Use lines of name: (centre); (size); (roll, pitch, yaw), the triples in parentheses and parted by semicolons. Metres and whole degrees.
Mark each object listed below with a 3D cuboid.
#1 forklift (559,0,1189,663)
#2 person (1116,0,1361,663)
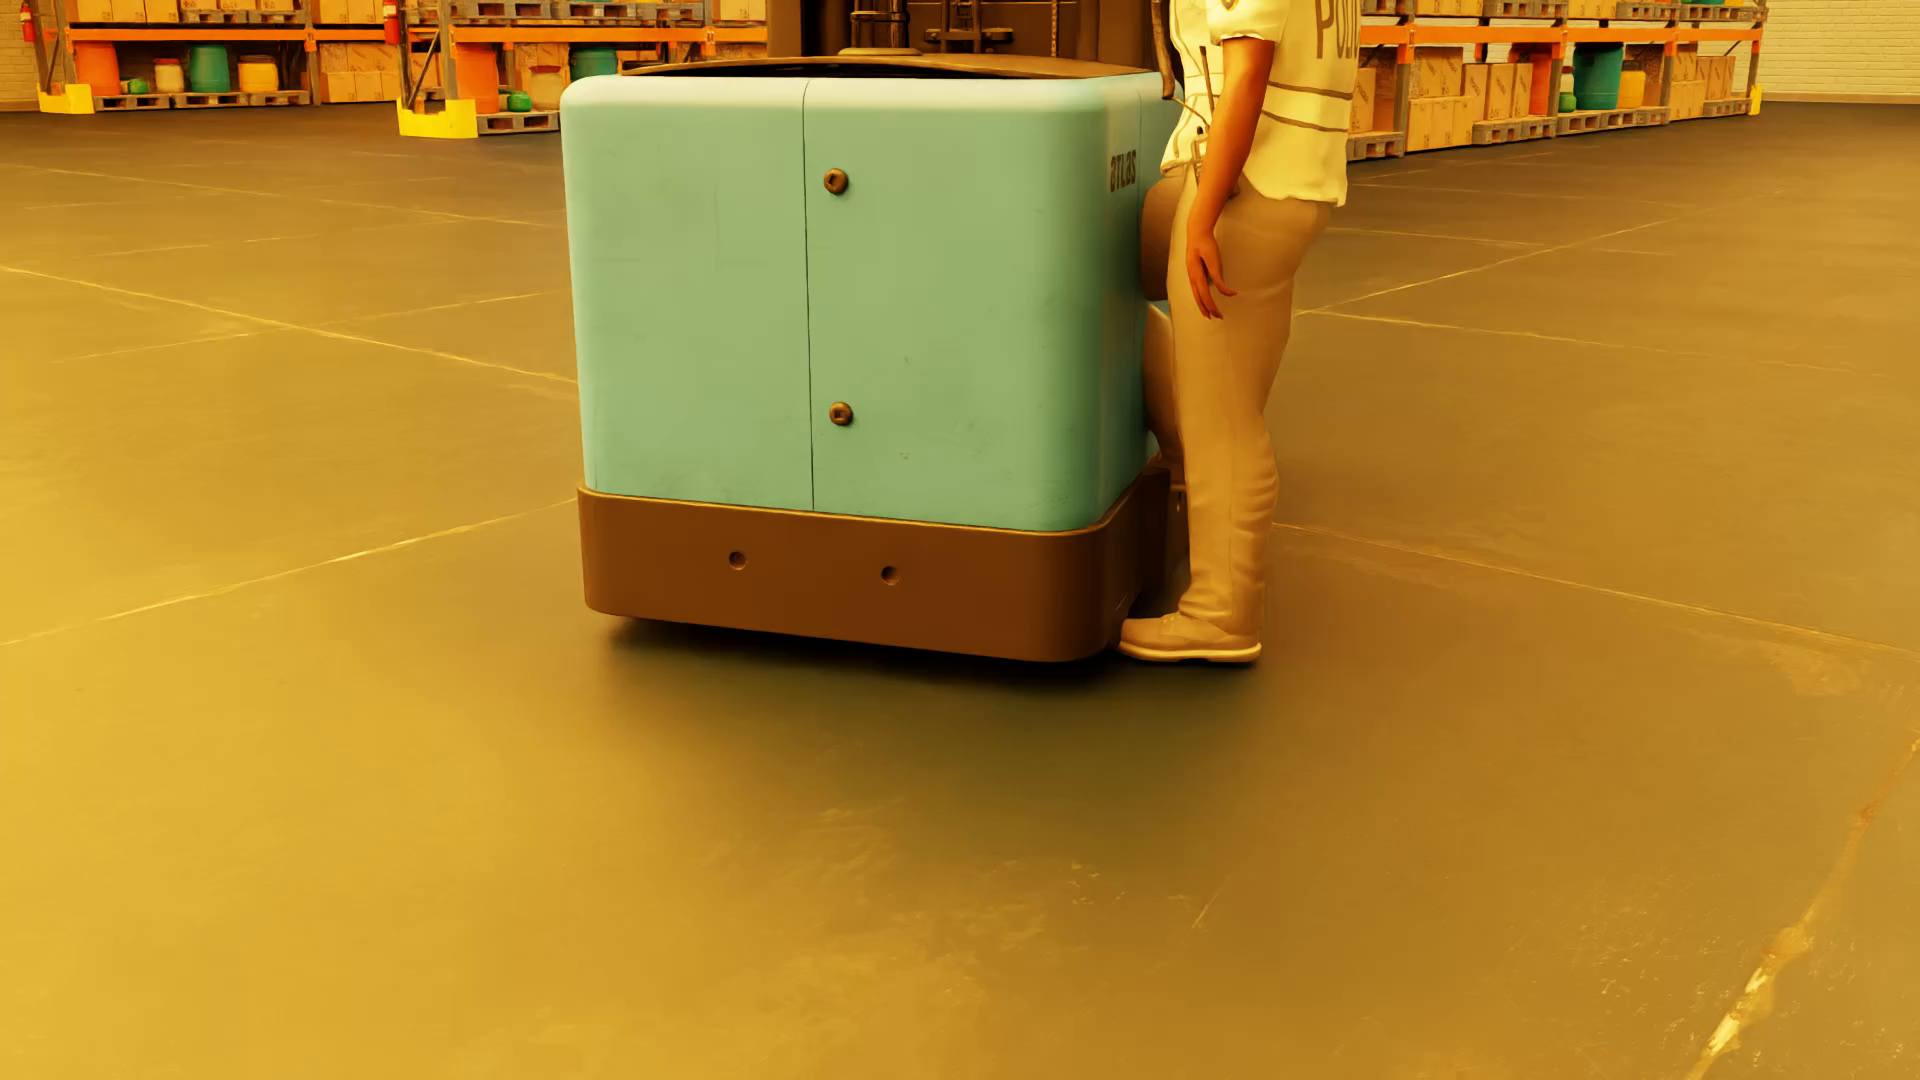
forklift: (0.182, -1.571, 4.072); (1.130, 2.935, 3.031); (5, 18, 17)
person: (0.410, -0.602, 3.006); (0.567, 1.682, 0.572); (8, 19, 24)
